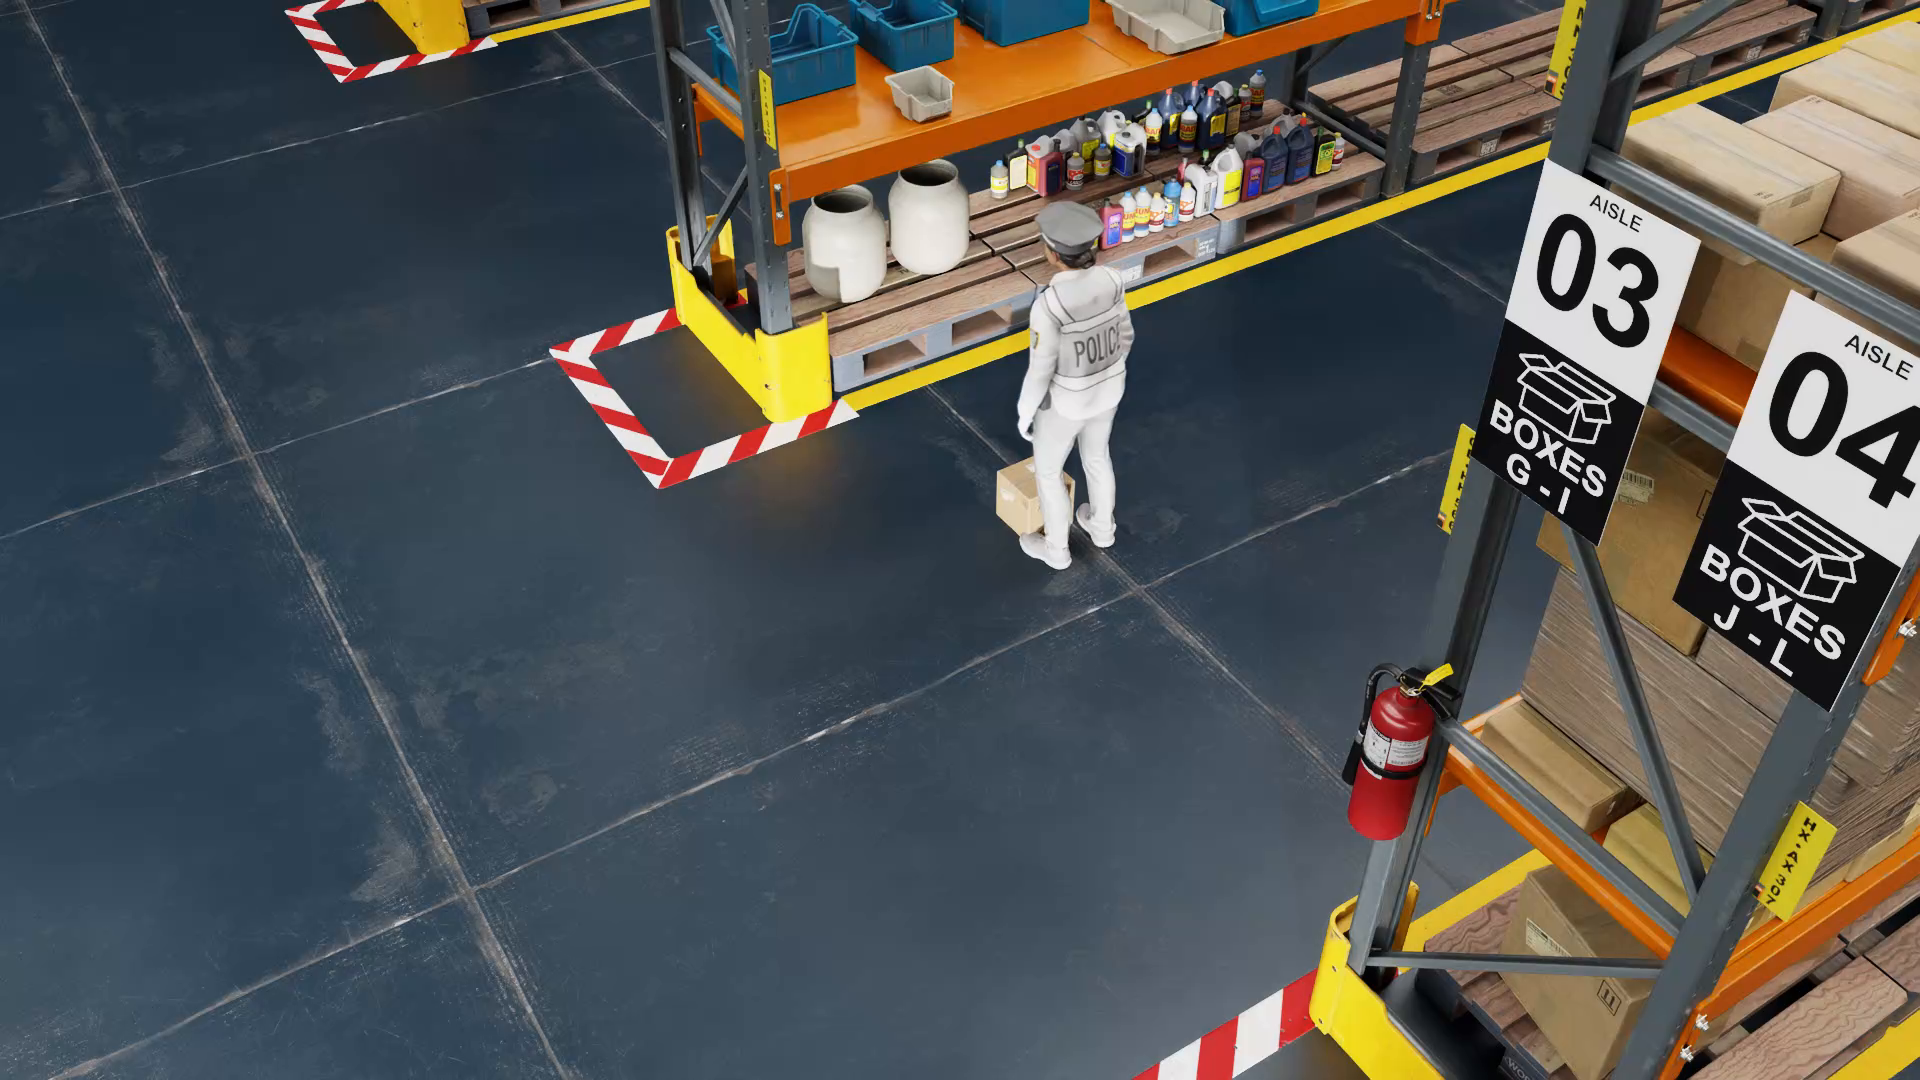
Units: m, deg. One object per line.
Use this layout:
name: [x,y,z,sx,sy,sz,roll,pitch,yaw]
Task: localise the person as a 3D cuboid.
person: [0.465,-0.591,6.832,0.547,1.666,0.371,-25,47,-26]
